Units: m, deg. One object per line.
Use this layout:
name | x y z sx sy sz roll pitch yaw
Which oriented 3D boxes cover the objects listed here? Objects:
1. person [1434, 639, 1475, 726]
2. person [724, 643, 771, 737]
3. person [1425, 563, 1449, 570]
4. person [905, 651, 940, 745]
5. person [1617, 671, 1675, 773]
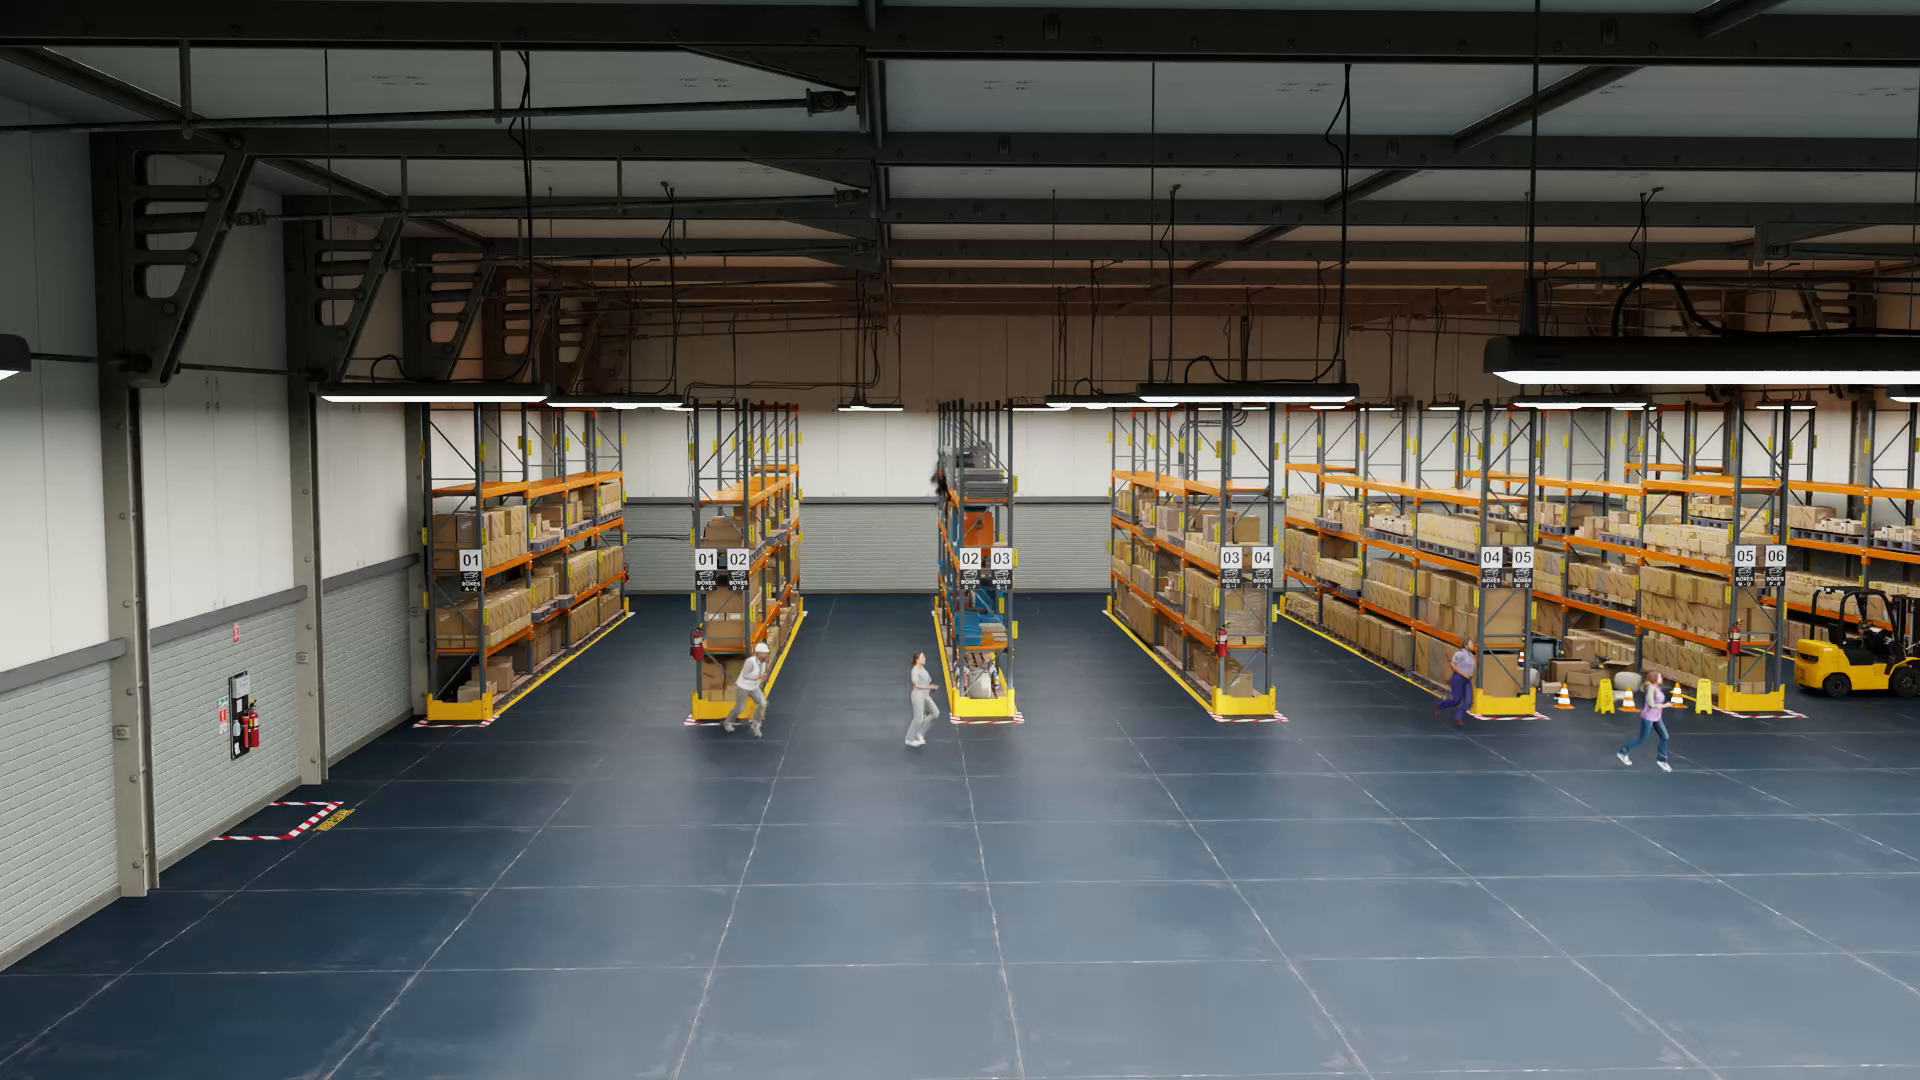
person | 9.249 2.613 30.855 0.665 1.578 0.690 -4 6 -39
person | -3.777 2.664 29.613 0.999 1.717 0.695 2 5 29
person | 14.035 1.115 48.947 0.705 1.824 0.632 0 4 -5
person | -0.648 2.718 28.583 0.631 1.635 0.542 2 5 24
person | 11.057 2.896 26.715 0.833 1.629 0.549 4 6 40
